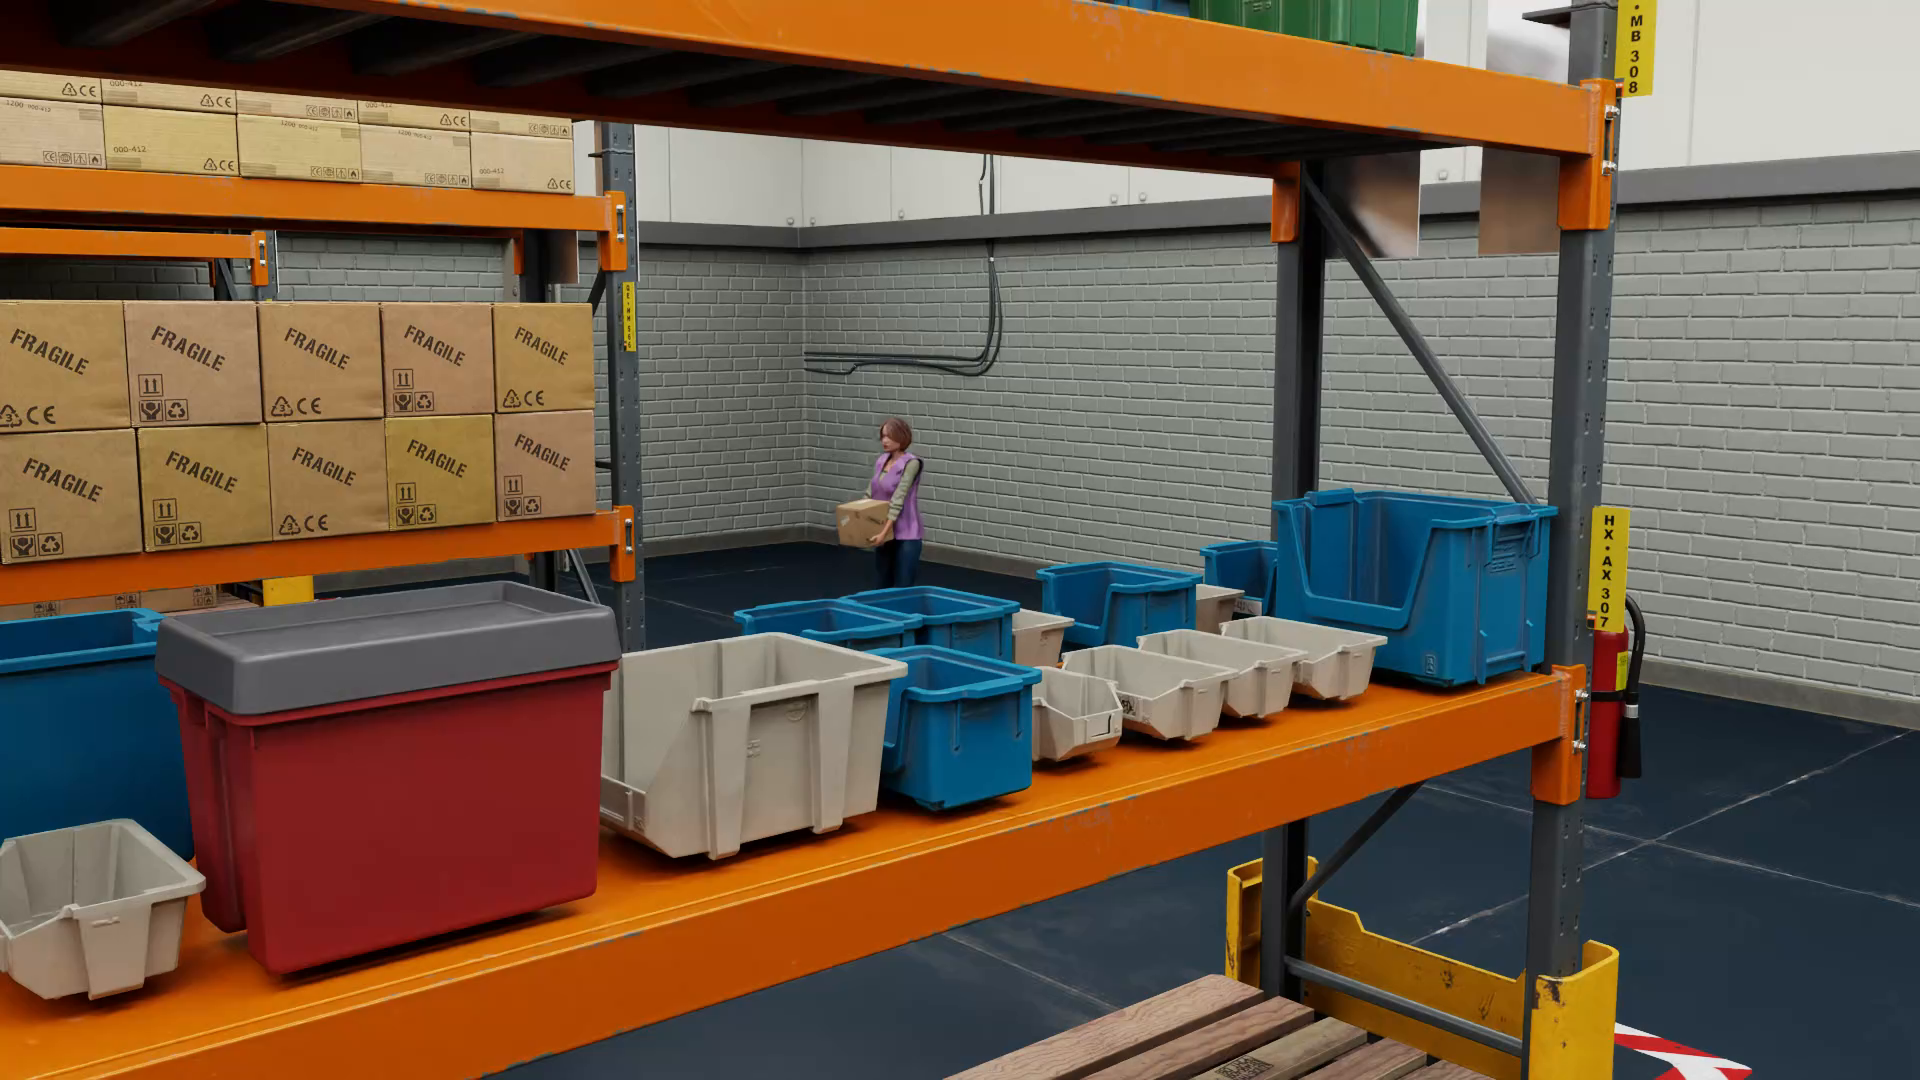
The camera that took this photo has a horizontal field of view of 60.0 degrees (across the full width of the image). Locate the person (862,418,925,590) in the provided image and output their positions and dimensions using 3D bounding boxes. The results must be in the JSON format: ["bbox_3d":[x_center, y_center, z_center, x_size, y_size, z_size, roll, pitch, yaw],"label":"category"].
[{"bbox_3d":[-0.468,0.010,10.774,0.504,1.599,0.375,-7,10,-42],"label":"person"}]
